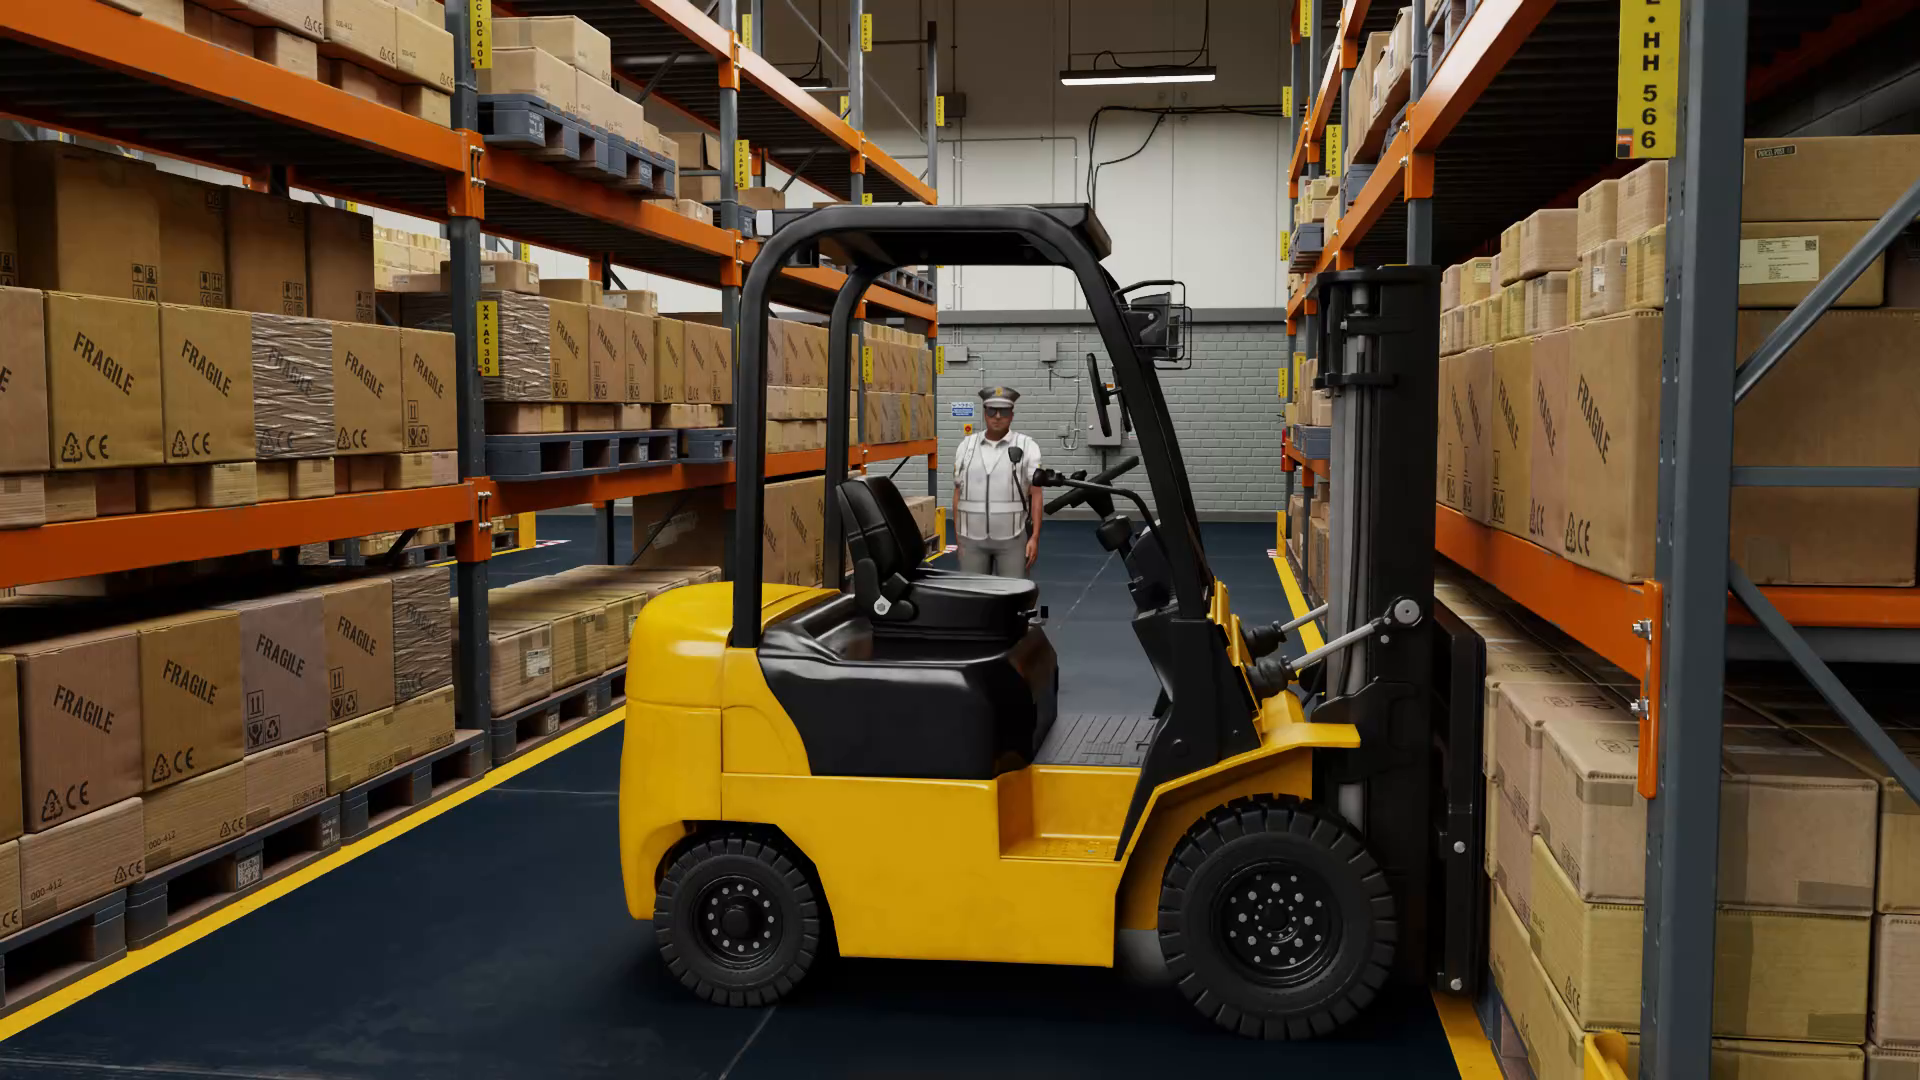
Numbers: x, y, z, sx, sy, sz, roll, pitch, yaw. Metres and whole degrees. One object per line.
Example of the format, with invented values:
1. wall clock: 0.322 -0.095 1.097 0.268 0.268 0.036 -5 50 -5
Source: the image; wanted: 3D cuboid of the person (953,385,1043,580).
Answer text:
1. person: 0.211 -0.006 9.630 0.523 1.762 0.393 1 5 10
